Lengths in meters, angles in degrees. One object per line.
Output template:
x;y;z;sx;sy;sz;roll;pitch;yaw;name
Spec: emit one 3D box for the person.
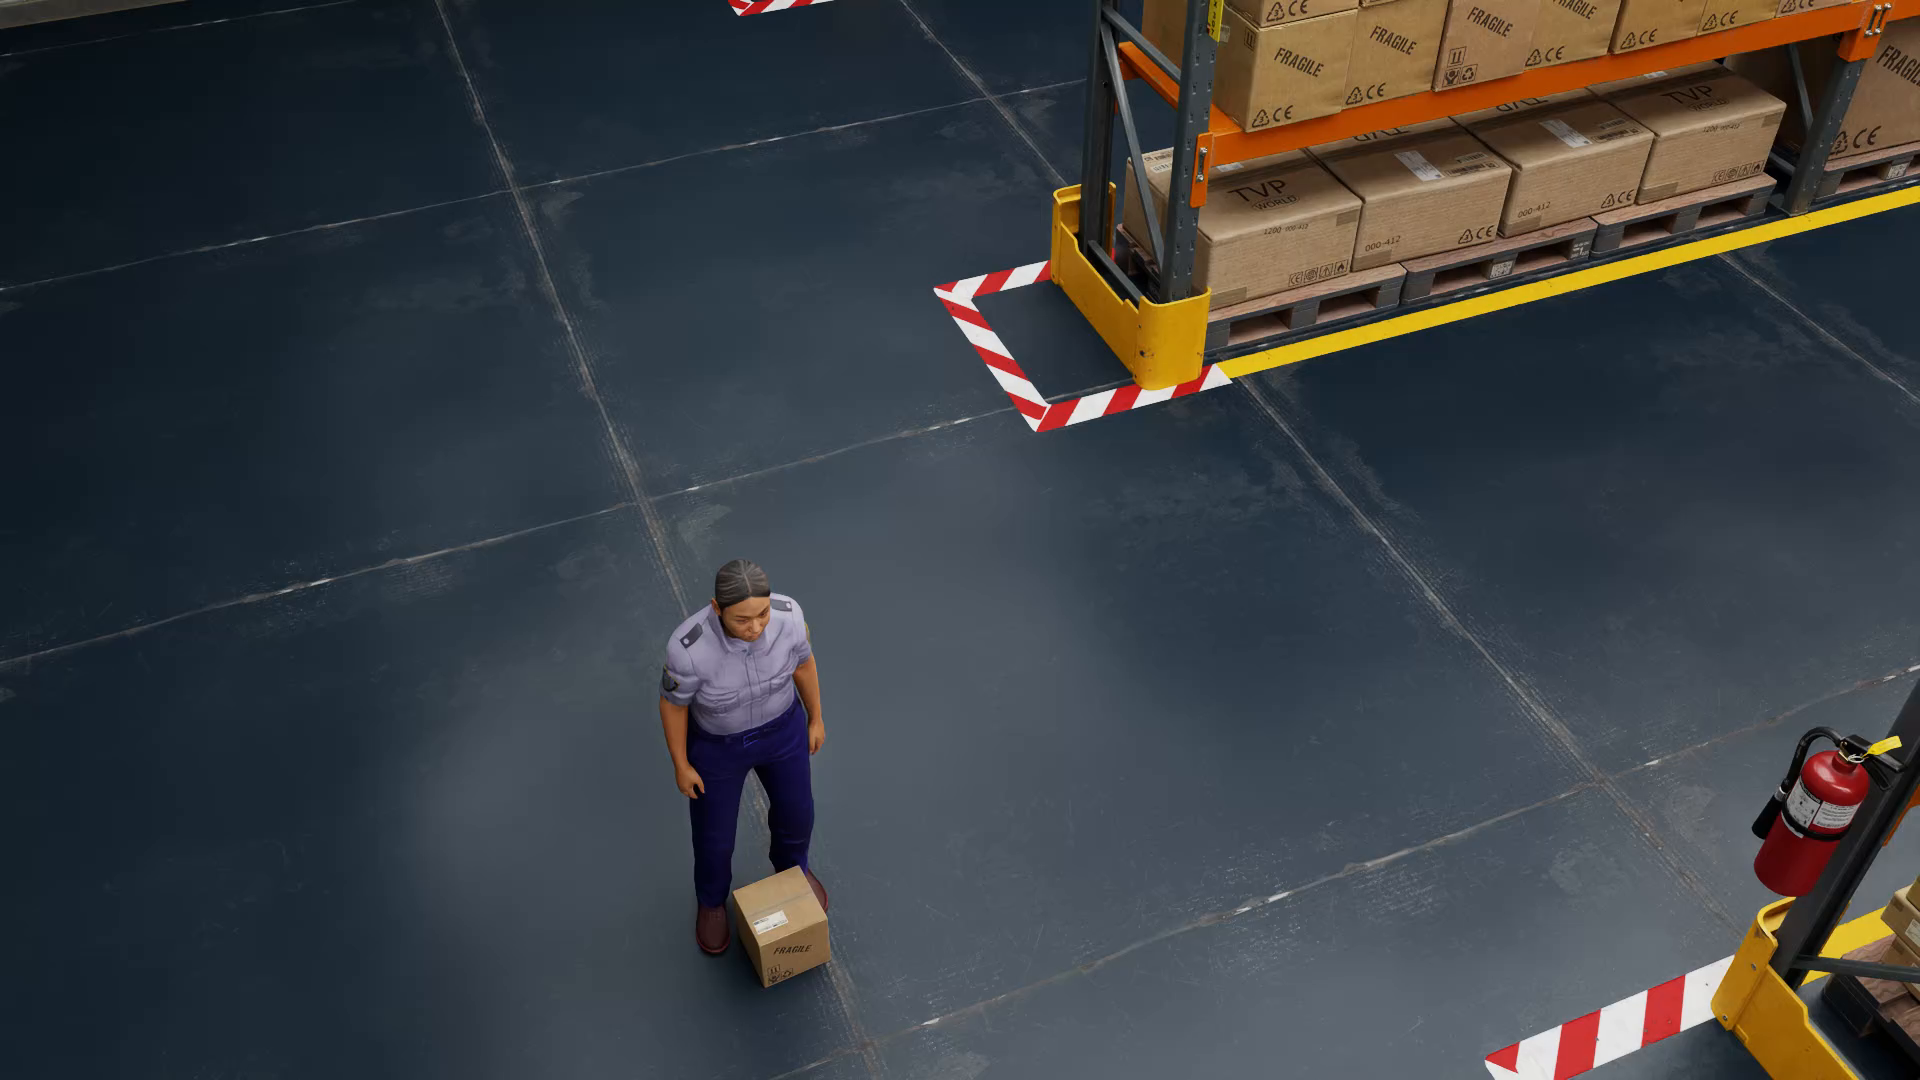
-0.706;0.664;5.429;0.563;1.651;0.375;-18;45;-19;person
